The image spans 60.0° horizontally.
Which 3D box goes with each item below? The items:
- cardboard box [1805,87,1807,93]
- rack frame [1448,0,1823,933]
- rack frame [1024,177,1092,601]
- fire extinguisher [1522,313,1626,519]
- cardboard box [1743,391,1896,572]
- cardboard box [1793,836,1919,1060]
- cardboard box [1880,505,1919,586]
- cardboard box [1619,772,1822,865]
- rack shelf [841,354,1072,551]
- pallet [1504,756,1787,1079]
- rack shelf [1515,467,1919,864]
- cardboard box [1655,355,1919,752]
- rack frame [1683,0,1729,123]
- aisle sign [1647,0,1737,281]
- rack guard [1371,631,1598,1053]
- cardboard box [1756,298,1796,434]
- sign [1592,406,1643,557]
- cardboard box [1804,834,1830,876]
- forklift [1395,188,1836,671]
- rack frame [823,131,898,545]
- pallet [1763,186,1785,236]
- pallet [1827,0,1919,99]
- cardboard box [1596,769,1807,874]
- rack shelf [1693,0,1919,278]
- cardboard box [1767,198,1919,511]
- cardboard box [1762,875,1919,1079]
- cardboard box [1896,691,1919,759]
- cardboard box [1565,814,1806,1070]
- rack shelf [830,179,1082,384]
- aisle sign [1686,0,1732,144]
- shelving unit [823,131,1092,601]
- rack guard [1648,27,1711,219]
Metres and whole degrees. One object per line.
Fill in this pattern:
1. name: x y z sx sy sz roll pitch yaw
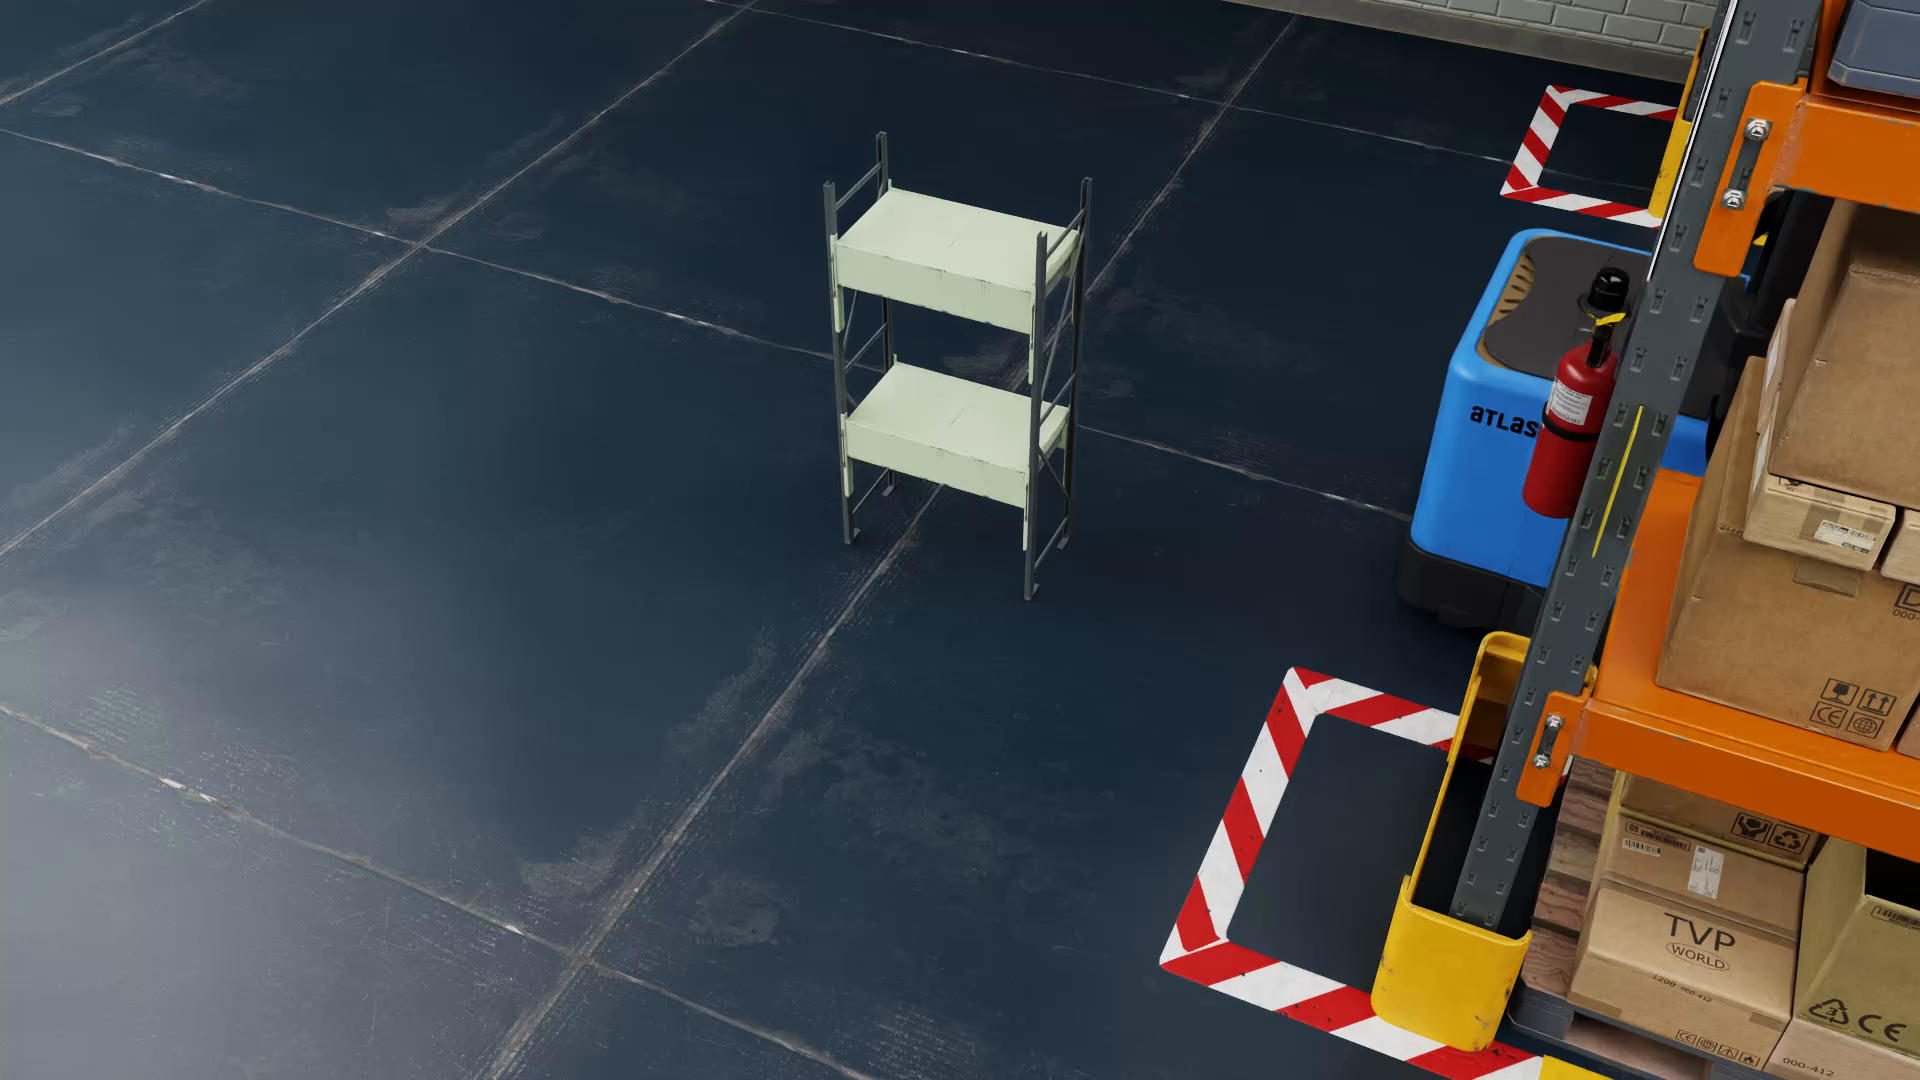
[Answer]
1. cardboard box: 4.251 -1.932 7.906 0.500 0.311 0.500 12 42 14
2. rack frame: 1.571 -0.085 4.058 0.127 3.000 1.000 17 44 19
3. rack frame: 0.326 -0.467 5.644 0.023 1.500 0.400 17 44 19
4. fire extinguisher: 1.661 -0.365 4.440 0.183 0.674 0.296 17 44 19
5. cardboard box: 1.836 -0.132 3.540 0.250 0.149 0.380 17 44 18
6. cardboard box: 2.417 0.929 4.094 0.500 0.500 0.500 17 44 19
7. cardboard box: 2.076 -0.060 3.458 0.250 0.149 0.380 16 43 18
8. cardboard box: 2.183 0.483 4.608 0.500 0.500 0.500 17 44 19
9. rack shelf: -0.006 -0.322 5.974 0.720 0.370 0.431 17 44 19
10. pallet: 2.282 1.155 4.756 1.213 0.211 1.003 17 44 19
11. rack shelf: 3.384 0.740 3.655 4.000 0.370 1.077 17 44 19
12. cardboard box: 1.989 0.014 3.868 0.500 0.500 0.700 17 44 19
13. rack frame: 3.662 -3.027 7.452 0.127 3.000 1.000 17 44 19
14. aisle sign: 1.382 -0.904 3.018 0.004 0.787 0.394 17 44 19
15. rack guard: 1.550 0.853 4.885 0.348 0.500 1.175 17 44 19
16. cardboard box: 1.998 -0.376 3.822 0.250 0.149 0.380 16 44 18
17. sign: 1.331 -0.115 3.371 0.005 0.325 0.100 17 44 19
18. cardboard box: 2.640 0.899 4.701 0.500 0.250 0.500 17 44 19
19. forklift: 3.105 -0.706 4.827 3.031 2.935 1.130 18 44 20
20. rack frame: -0.338 -0.670 5.878 0.023 1.500 0.400 17 44 19
21. pallet: 4.453 -1.706 8.057 1.213 0.211 1.003 17 44 19
22. pallet: 2.201 -0.974 2.861 1.213 0.211 1.003 17 44 19
23. cardboard box: 2.182 0.768 4.852 0.500 0.250 0.500 17 44 19
24. rack shelf: 3.384 -0.393 2.673 4.000 0.370 1.077 17 44 19
25. cardboard box: 2.037 -0.462 3.426 0.500 0.500 0.700 17 44 19
26. cardboard box: 2.418 1.212 4.341 0.500 0.250 0.500 17 44 19
27. cardboard box: 2.467 0.156 3.703 0.500 0.500 0.700 18 44 20
28. cardboard box: 1.963 1.075 4.498 0.500 0.250 0.500 17 44 19
29. rack shelf: -0.006 -0.863 5.505 0.720 0.370 0.431 17 44 19
30. aisle sign: 1.636 -1.260 3.429 0.004 0.787 0.394 17 44 19
31. shelving unit: -0.006 -0.569 5.761 0.755 1.500 0.431 17 44 19
32. rack guard: 3.731 -2.061 8.246 0.348 0.500 1.175 17 44 19
